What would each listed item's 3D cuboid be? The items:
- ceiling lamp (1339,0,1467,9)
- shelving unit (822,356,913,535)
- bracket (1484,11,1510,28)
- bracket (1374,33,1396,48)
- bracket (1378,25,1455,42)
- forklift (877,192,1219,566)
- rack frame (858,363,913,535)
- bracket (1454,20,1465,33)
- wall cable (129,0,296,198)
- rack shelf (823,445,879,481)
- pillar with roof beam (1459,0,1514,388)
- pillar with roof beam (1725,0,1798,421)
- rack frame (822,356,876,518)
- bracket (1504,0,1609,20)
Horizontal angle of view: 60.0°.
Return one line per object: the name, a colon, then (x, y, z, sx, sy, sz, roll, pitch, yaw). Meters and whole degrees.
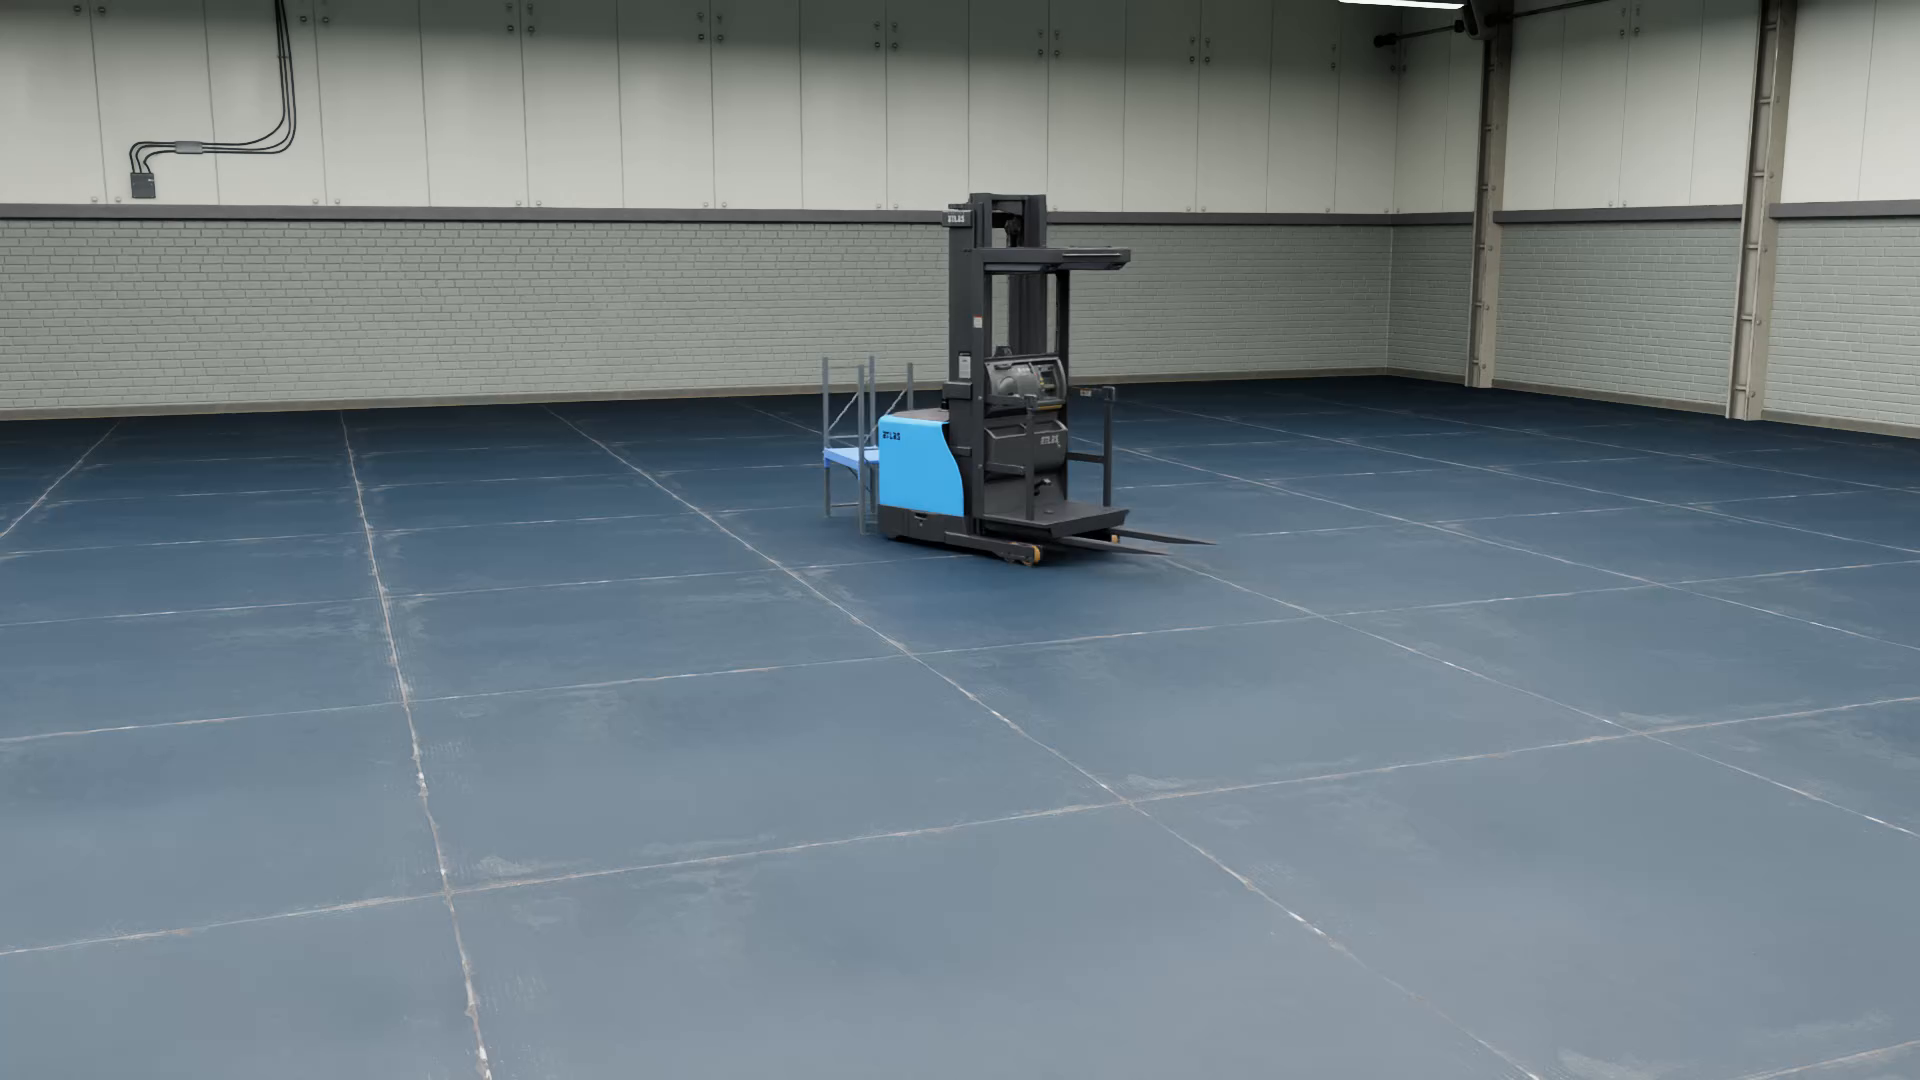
ceiling lamp: (6.113, -9.117, 23.314, 2.000, 3.185, 0.800, -4, 11, -21)
shelving unit: (-0.842, -0.884, 15.107, 0.538, 1.500, 1.048, -4, 11, -22)
bracket: (9.156, -8.871, 28.318, 0.235, 0.232, 0.430, -4, 11, -21)
bracket: (7.996, -9.393, 31.254, 0.235, 0.232, 0.430, -4, 11, -21)
bracket: (8.210, -9.297, 30.712, 0.076, 0.066, 3.189, -4, 11, -21)
forklift: (0.701, -1.340, 13.584, 3.031, 2.935, 1.130, 9, 14, 43)
rack frame: (-0.650, -0.802, 14.644, 0.500, 1.500, 0.032, -4, 11, -22)
bracket: (8.855, -9.006, 29.079, 0.235, 0.232, 0.430, -4, 11, -21)
wall cable: (-11.004, -8.029, 24.152, 2.305, 6.003, 0.169, -4, 11, -21)
rack shelf: (-0.842, -0.707, 15.139, 0.538, 0.185, 1.000, -4, 11, -22)
pillar with roof beam: (5.324, -6.916, 27.604, 9.100, 9.000, 0.548, -4, 11, -21)
pillar with roof beam: (7.498, -5.936, 22.099, 9.100, 9.000, 0.400, -4, 11, -21)
rack frame: (-1.034, -0.966, 15.571, 0.500, 1.500, 0.032, -4, 11, -22)
bracket: (10.089, -8.450, 25.953, 0.076, 0.066, 4.783, -4, 11, -21)
